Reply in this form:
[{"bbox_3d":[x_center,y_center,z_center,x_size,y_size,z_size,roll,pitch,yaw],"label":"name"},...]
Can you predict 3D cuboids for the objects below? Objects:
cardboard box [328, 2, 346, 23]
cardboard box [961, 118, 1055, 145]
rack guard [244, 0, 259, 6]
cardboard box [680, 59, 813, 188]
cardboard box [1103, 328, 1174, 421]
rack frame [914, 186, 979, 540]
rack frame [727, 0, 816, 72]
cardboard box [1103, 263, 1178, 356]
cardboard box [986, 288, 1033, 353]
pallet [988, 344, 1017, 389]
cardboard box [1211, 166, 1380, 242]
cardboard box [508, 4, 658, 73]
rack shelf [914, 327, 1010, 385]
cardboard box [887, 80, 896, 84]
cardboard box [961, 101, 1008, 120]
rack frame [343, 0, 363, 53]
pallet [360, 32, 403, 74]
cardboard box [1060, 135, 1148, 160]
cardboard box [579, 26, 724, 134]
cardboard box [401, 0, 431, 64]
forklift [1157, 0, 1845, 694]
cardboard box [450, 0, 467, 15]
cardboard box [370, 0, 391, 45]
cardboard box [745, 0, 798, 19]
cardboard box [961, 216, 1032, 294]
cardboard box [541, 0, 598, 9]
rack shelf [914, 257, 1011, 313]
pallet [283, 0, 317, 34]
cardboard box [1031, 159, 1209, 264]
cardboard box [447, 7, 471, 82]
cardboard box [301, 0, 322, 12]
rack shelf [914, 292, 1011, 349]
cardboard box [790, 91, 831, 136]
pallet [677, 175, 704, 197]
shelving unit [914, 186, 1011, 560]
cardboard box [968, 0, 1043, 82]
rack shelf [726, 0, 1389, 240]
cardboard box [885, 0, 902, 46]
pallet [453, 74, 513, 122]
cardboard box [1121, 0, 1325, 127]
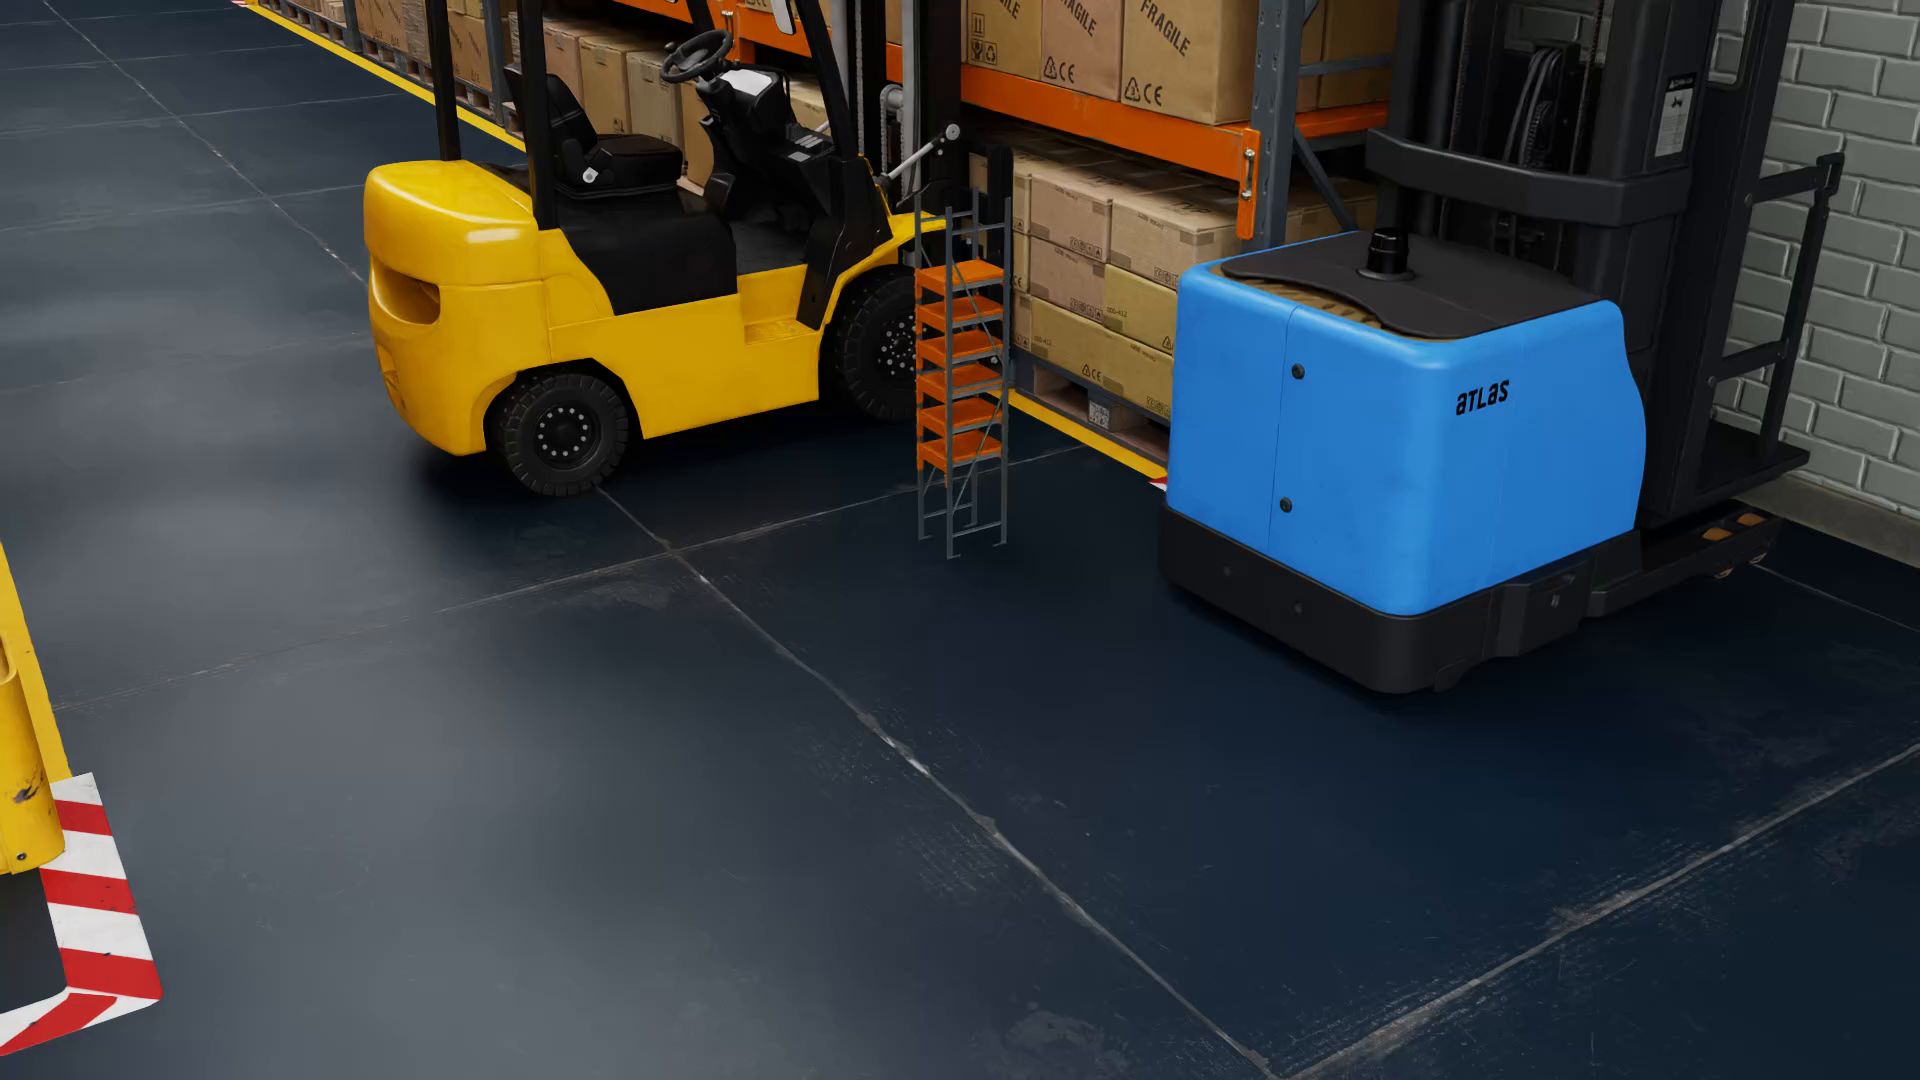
[{"bbox_3d":[-5.681,-4.954,15.579,0.380,0.149,0.250,-17,30,-31],"label":"cardboard box"},{"bbox_3d":[0.070,-1.664,7.318,0.500,0.250,0.500,-16,30,-31],"label":"cardboard box"},{"bbox_3d":[-7.273,-6.196,18.289,1.175,0.500,0.348,-16,29,-30],"label":"rack guard"},{"bbox_3d":[-1.058,-2.361,9.528,0.875,0.625,0.625,-14,29,-27],"label":"cardboard box"},{"bbox_3d":[0.899,-0.672,6.388,0.500,0.250,0.500,-15,29,-29],"label":"cardboard box"},{"bbox_3d":[-0.042,-0.570,5.552,0.240,1.200,0.006,-16,29,-30],"label":"rack frame"},{"bbox_3d":[-0.764,-3.061,8.721,1.000,3.000,0.127,-16,29,-30],"label":"rack frame"},{"bbox_3d":[0.892,-0.904,6.296,0.500,0.250,0.500,-16,30,-30],"label":"cardboard box"},{"bbox_3d":[0.370,-1.033,7.153,0.500,0.250,0.500,-15,29,-29],"label":"cardboard box"},{"bbox_3d":[0.306,-1.069,7.768,1.003,0.211,1.213,-16,29,-30],"label":"pallet"},{"bbox_3d":[1.316,-1.245,6.432,0.500,0.250,0.500,-16,30,-30],"label":"cardboard box"},{"bbox_3d":[-2.618,-3.382,11.690,0.875,0.625,0.625,-15,29,-28],"label":"cardboard box"},{"bbox_3d":[0.008,-0.606,5.451,0.258,0.103,0.180,-16,29,-30],"label":"rack shelf"},{"bbox_3d":[-0.333,-2.329,8.728,0.500,0.250,0.500,-15,29,-29],"label":"cardboard box"},{"bbox_3d":[0.221,-1.967,7.961,0.500,0.250,0.500,-15,29,-29],"label":"cardboard box"},{"bbox_3d":[-5.131,-5.923,14.782,1.000,3.000,0.127,-16,29,-30],"label":"rack frame"},{"bbox_3d":[-4.655,-4.380,14.780,1.003,0.211,1.213,-16,29,-30],"label":"pallet"},{"bbox_3d":[0.776,-1.605,7.193,0.500,0.250,0.500,-16,30,-30],"label":"cardboard box"},{"bbox_3d":[-1.887,-2.909,10.689,0.875,0.625,0.625,-17,30,-32],"label":"cardboard box"},{"bbox_3d":[-4.210,-4.202,13.574,0.500,0.500,0.500,-17,30,-31],"label":"cardboard box"},{"bbox_3d":[2.136,-1.366,5.211,3.031,2.935,1.130,-17,30,-31],"label":"forklift"},{"bbox_3d":[-3.604,-4.053,12.498,0.380,0.149,0.250,-17,30,-32],"label":"cardboard box"},{"bbox_3d":[-4.756,-4.569,14.350,0.500,0.500,0.500,-16,30,-30],"label":"cardboard box"},{"bbox_3d":[-0.740,-2.887,8.235,0.500,0.500,0.500,-16,30,-31],"label":"cardboard box"},{"bbox_3d":[0.328,-1.266,7.062,0.500,0.250,0.500,-16,30,-31],"label":"cardboard box"},{"bbox_3d":[-2.971,-4.104,12.606,0.380,0.149,0.250,-14,29,-27],"label":"cardboard box"},{"bbox_3d":[0.008,-0.823,5.348,0.258,0.103,0.180,-16,29,-30],"label":"rack shelf"},{"bbox_3d":[-6.175,-5.344,16.824,1.003,0.211,1.213,-16,29,-30],"label":"pallet"},{"bbox_3d":[0.624,-1.303,6.553,0.500,0.250,0.500,-15,29,-29],"label":"cardboard box"},{"bbox_3d":[-3.623,-3.834,12.794,0.500,0.500,0.500,-16,30,-30],"label":"cardboard box"},{"bbox_3d":[-6.059,-5.486,16.294,0.700,0.500,0.500,-17,30,-31],"label":"cardboard box"},{"bbox_3d":[0.008,-0.714,5.399,0.258,0.103,0.180,-16,29,-30],"label":"rack shelf"},{"bbox_3d":[-0.492,-2.029,8.091,0.500,0.250,0.500,-15,29,-29],"label":"cardboard box"},{"bbox_3d":[-1.198,-2.055,9.855,1.003,0.211,1.213,-16,29,-30],"label":"pallet"},{"bbox_3d":[0.008,-0.537,5.483,0.258,1.200,0.189,-16,29,-30],"label":"shelving unit"},{"bbox_3d":[0.376,-2.162,6.698,0.500,0.500,0.500,-16,30,-31],"label":"cardboard box"},{"bbox_3d":[0.328,-2.021,7.359,1.077,0.370,4.000,-16,29,-30],"label":"rack shelf"},{"bbox_3d":[-0.164,-2.524,7.465,0.500,0.500,0.500,-16,30,-30],"label":"cardboard box"},{"bbox_3d":[-3.323,-3.507,12.931,1.003,0.211,1.213,-16,29,-30],"label":"pallet"},{"bbox_3d":[0.931,-1.791,5.912,0.500,0.500,0.500,-16,30,-31],"label":"cardboard box"}]
